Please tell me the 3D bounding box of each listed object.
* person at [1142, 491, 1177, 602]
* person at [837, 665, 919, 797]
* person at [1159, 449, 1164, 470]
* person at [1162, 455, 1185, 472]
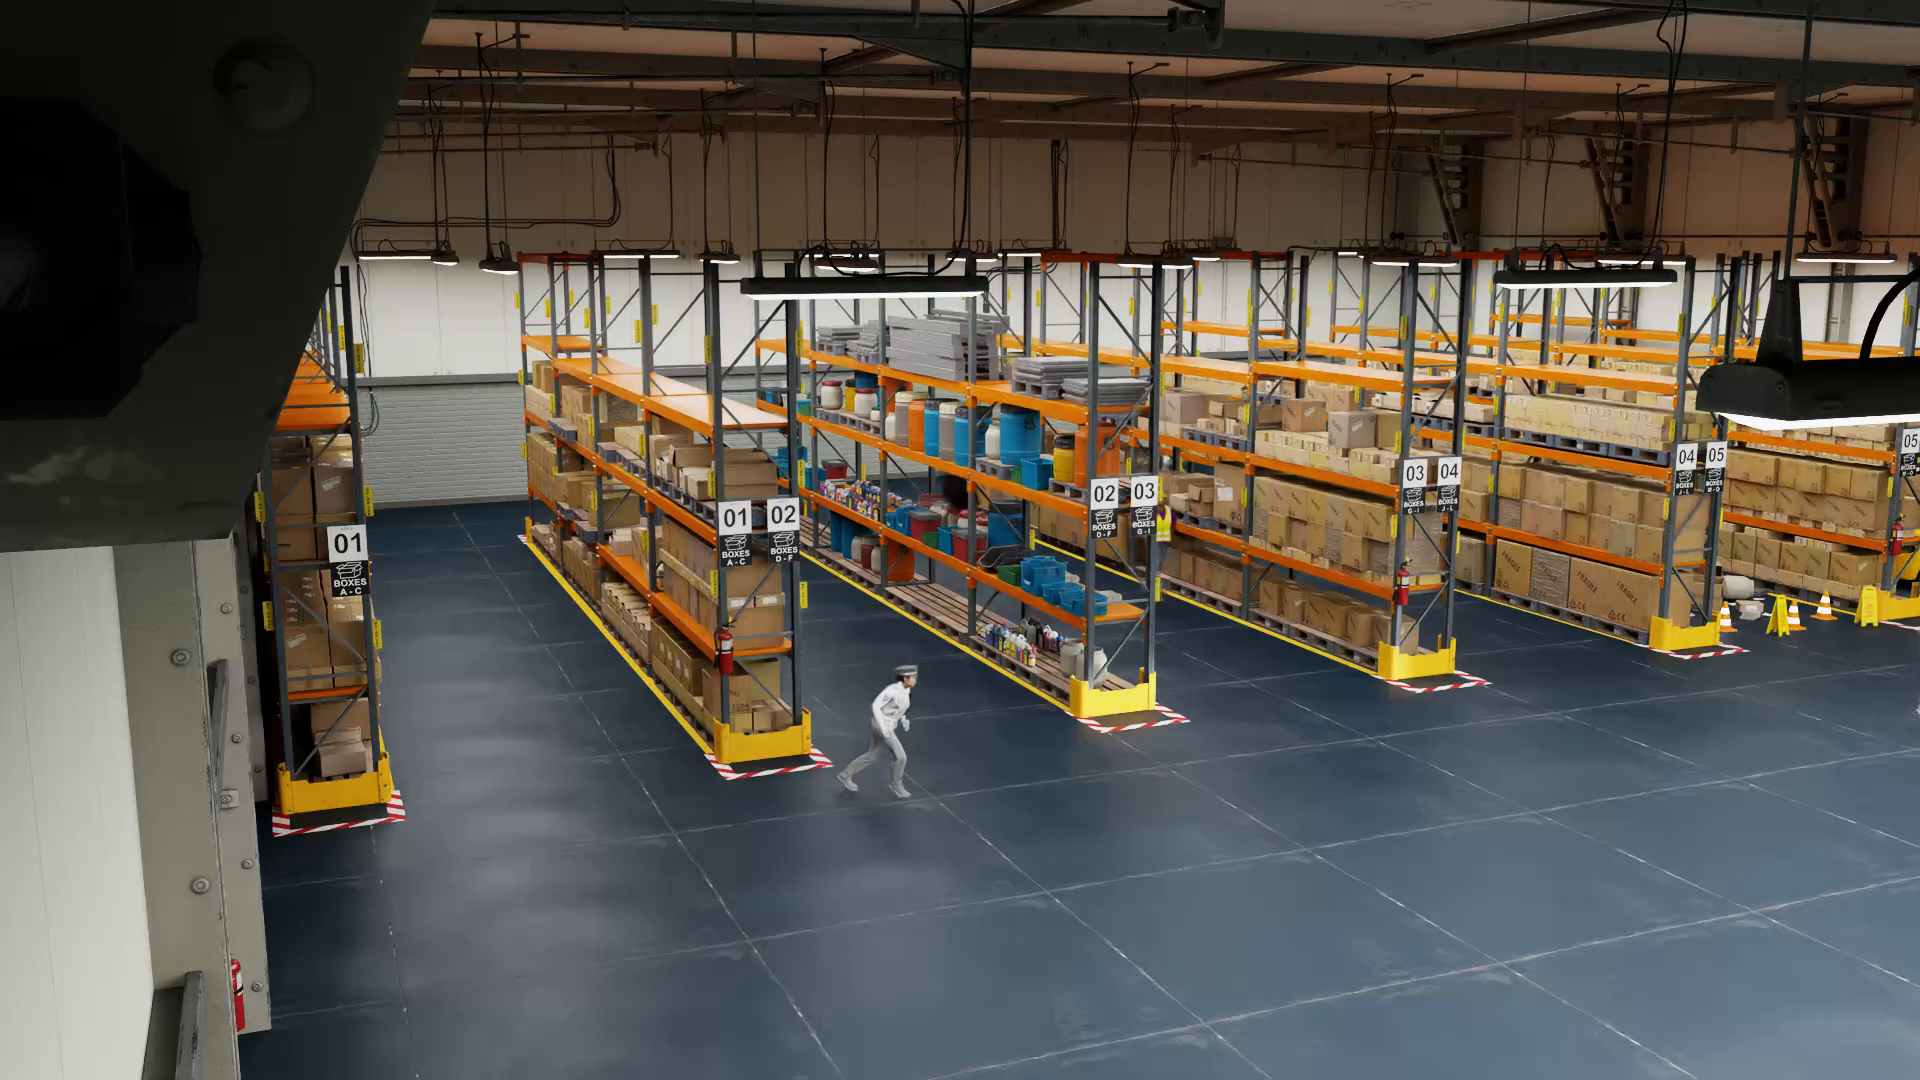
[{"bbox_3d":[3.374,0.075,28.220,0.688,1.863,0.665,-4,11,-22],"label":"person"},{"bbox_3d":[-0.936,2.177,18.984,0.960,1.587,0.613,3,11,14],"label":"person"},{"bbox_3d":[4.368,-1.352,37.977,0.692,1.633,0.956,-4,11,-19],"label":"person"},{"bbox_3d":[5.324,-2.104,41.864,0.993,1.654,0.762,5,12,27],"label":"person"}]
